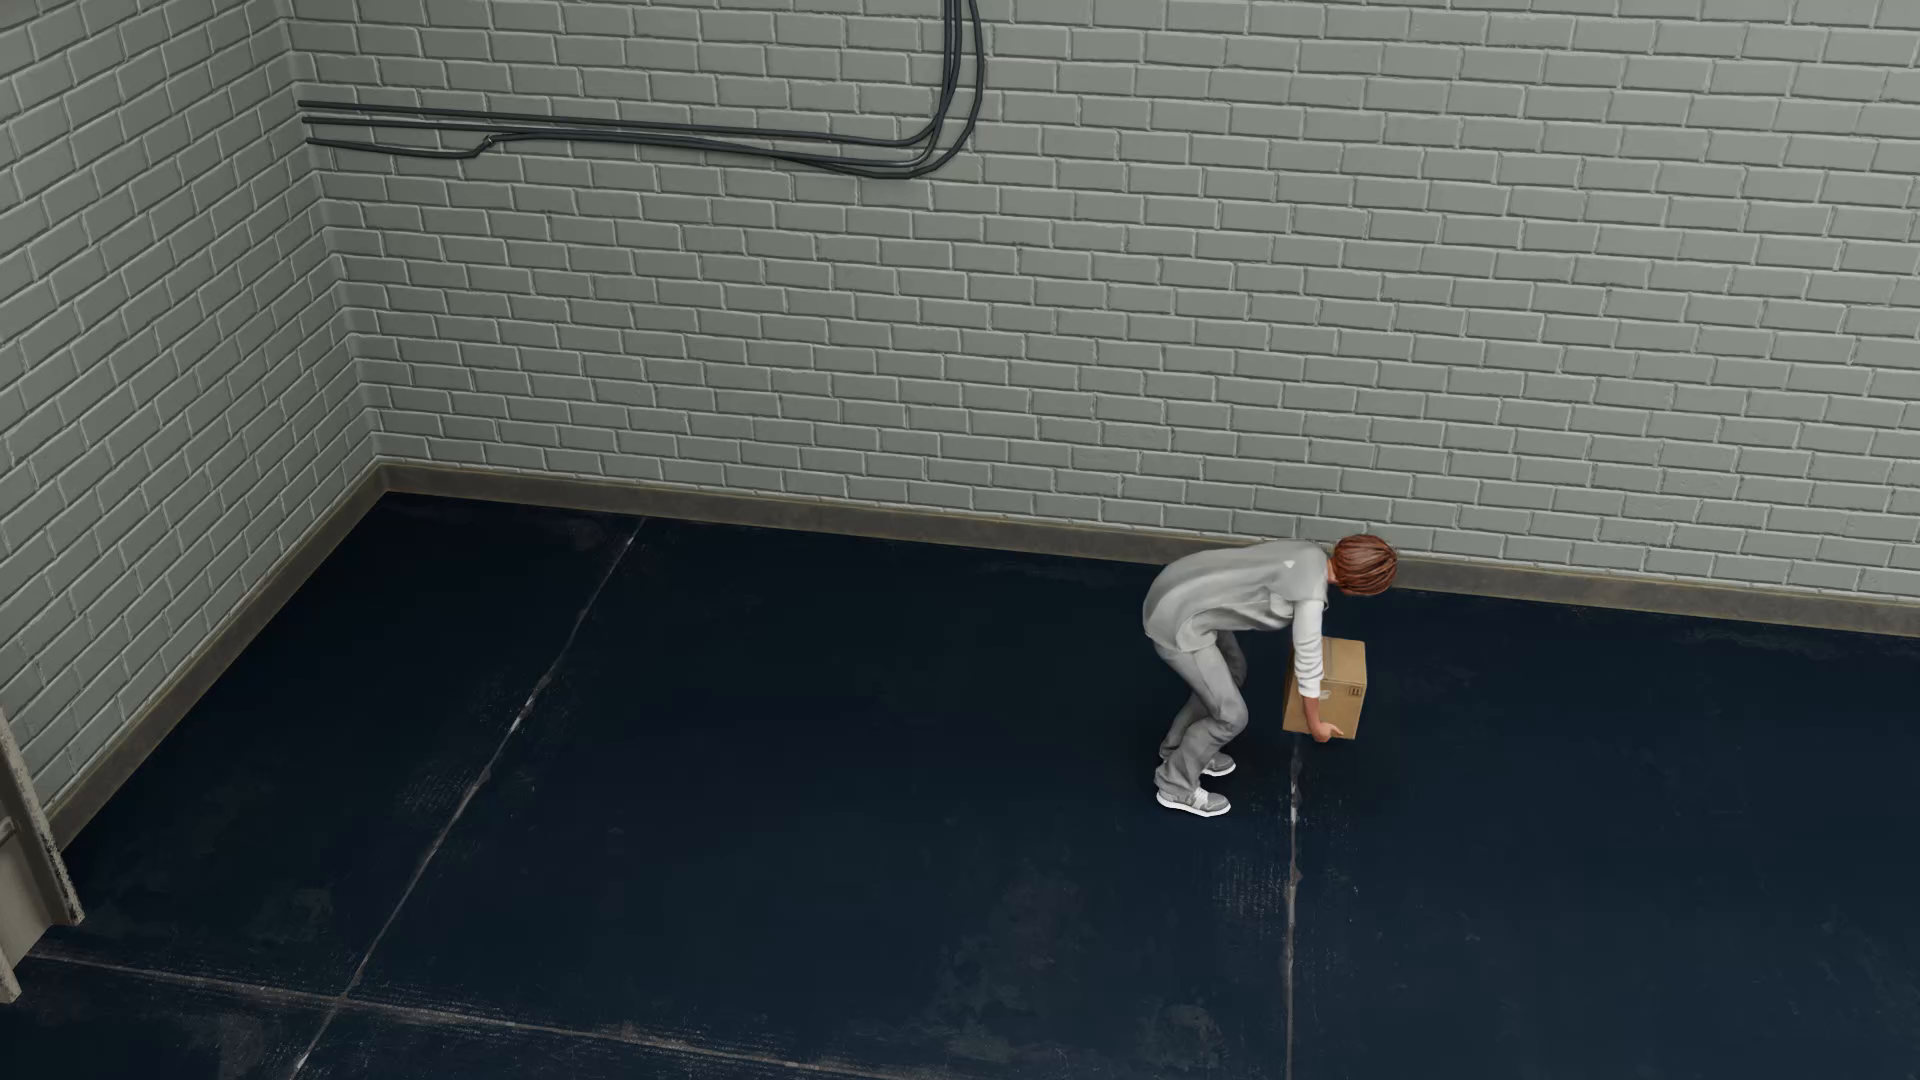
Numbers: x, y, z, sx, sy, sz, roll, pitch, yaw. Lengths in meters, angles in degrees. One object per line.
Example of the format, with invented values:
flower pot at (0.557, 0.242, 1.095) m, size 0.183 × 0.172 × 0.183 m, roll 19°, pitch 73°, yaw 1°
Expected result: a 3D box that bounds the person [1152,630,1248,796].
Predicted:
person at (0.845, 0.529, 5.939) m, size 0.366 × 0.792 × 0.398 m, roll 4°, pitch 33°, yaw 6°
